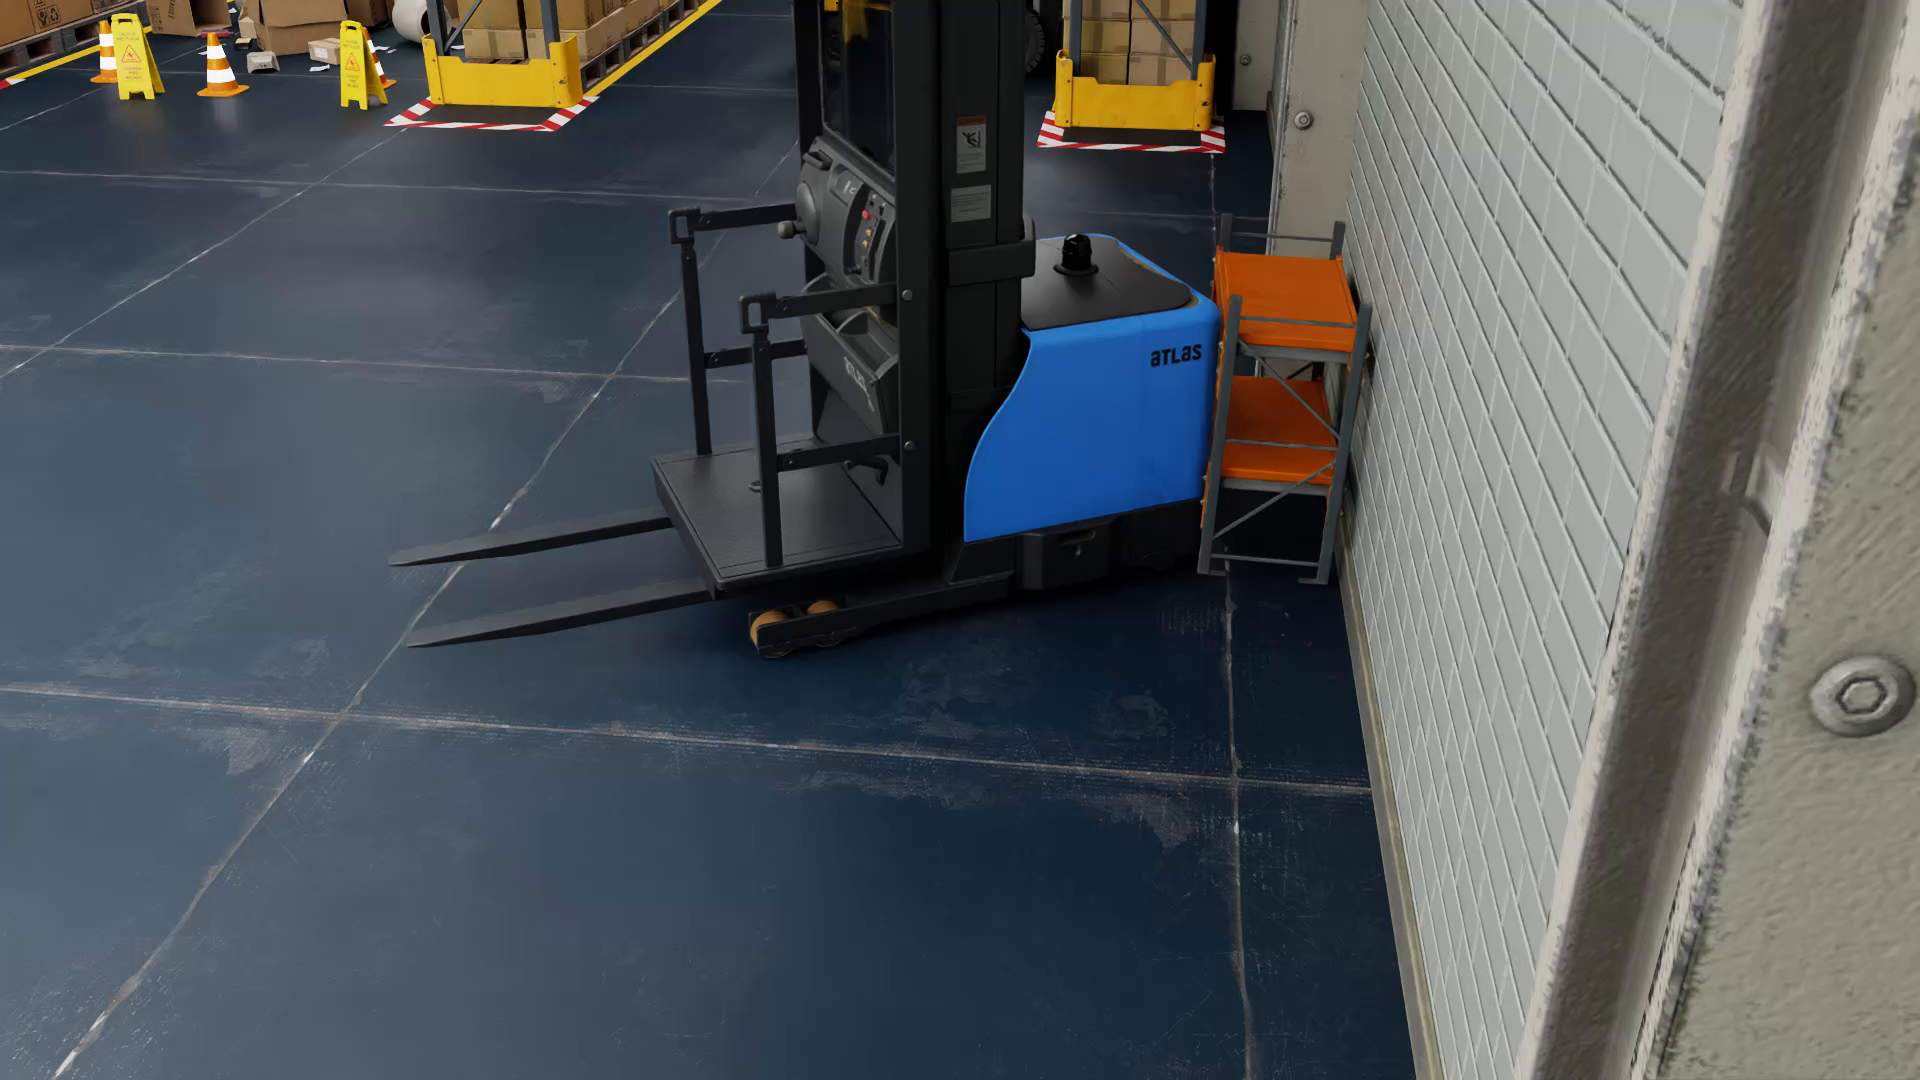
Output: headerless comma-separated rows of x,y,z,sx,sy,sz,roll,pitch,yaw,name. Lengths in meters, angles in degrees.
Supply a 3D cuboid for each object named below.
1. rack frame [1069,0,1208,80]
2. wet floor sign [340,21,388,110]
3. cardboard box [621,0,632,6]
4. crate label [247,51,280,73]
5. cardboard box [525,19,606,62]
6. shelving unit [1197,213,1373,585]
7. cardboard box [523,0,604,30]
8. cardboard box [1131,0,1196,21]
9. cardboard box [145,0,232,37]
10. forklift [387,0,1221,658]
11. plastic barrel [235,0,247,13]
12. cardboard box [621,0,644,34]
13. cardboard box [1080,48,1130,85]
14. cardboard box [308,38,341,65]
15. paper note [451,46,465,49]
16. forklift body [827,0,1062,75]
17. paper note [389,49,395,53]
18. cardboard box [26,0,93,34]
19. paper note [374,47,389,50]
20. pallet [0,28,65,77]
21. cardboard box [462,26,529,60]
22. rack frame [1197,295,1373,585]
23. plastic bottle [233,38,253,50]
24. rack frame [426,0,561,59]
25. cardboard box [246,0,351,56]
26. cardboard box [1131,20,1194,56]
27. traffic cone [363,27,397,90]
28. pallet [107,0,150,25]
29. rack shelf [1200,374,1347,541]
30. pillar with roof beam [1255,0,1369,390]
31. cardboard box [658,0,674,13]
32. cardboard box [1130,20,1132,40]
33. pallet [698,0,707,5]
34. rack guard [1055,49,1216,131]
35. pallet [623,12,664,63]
1.314,-4.496,11.933,1.000,3.000,0.127,3,28,6,rack frame
-4.698,-3.719,12.973,0.267,0.644,0.232,14,31,24,wet floor sign
-3.108,-4.944,14.431,0.500,0.500,0.500,4,29,7,cardboard box
-5.949,-4.078,14.176,0.250,0.136,0.298,-11,30,-20,crate label
-3.239,-4.121,13.693,0.500,0.250,0.500,3,28,6,cardboard box
1.247,-0.586,6.618,0.538,1.125,1.048,5,28,5,shelving unit
-3.237,-4.462,13.536,0.500,0.500,0.500,2,28,4,cardboard box
1.561,-4.126,12.648,0.500,0.250,0.500,3,28,5,cardboard box
-7.219,-5.016,15.531,0.500,0.500,0.500,8,29,15,cardboard box
-0.592,-1.151,5.797,3.031,2.935,1.130,-11,30,-19,forklift
-6.664,-5.149,15.861,0.421,0.421,0.512,-24,36,-37,plastic barrel
-3.115,-4.619,14.616,0.500,0.250,0.500,5,29,10,cardboard box
1.058,-3.710,12.931,0.500,0.250,0.500,4,29,7,cardboard box
-5.457,-4.262,14.504,0.380,0.149,0.250,20,34,32,cardboard box
-4.505,-4.441,14.962,0.142,0.019,0.148,-6,29,-11,paper note
-0.264,-5.121,13.988,2.313,2.155,1.214,3,28,6,forklift body
-5.072,-4.365,14.841,0.032,0.001,0.123,3,28,6,paper note
-8.414,-5.010,14.684,0.875,0.875,0.875,3,28,5,cardboard box
-5.219,-4.423,14.939,0.148,0.019,0.142,14,31,24,paper note
-8.517,-4.176,14.280,1.003,0.211,1.213,3,28,6,pallet
-3.778,-4.165,13.774,0.500,0.250,0.500,3,28,6,cardboard box
1.191,-0.352,6.170,0.500,1.125,0.032,5,28,5,rack frame
-6.465,-4.485,15.010,0.133,0.061,0.283,-6,29,-11,plastic bottle
-3.613,-4.783,12.466,1.000,3.000,0.127,3,28,6,rack frame
-5.910,-4.658,14.866,0.797,0.503,0.637,-17,33,-29,cardboard box
1.578,-3.900,12.756,0.500,0.250,0.500,4,29,7,cardboard box
-4.840,-3.944,13.582,0.336,0.463,0.334,3,28,6,traffic cone
-8.218,-5.325,16.412,1.003,0.211,1.213,3,28,6,pallet
1.237,-0.369,6.732,0.538,0.278,1.000,5,28,5,rack shelf
-2.714,-4.839,6.244,9.100,9.000,0.400,3,28,6,pillar with roof beam
-2.983,-5.095,15.501,0.500,0.250,0.500,3,28,5,cardboard box
1.136,-4.174,13.263,0.500,0.250,0.500,3,28,6,cardboard box
-3.029,-5.805,17.302,1.003,0.211,1.213,3,28,6,pallet
1.311,-3.385,12.505,1.175,0.500,0.348,3,28,6,rack guard
-3.317,-4.544,14.962,1.003,0.211,1.213,3,28,6,pallet
